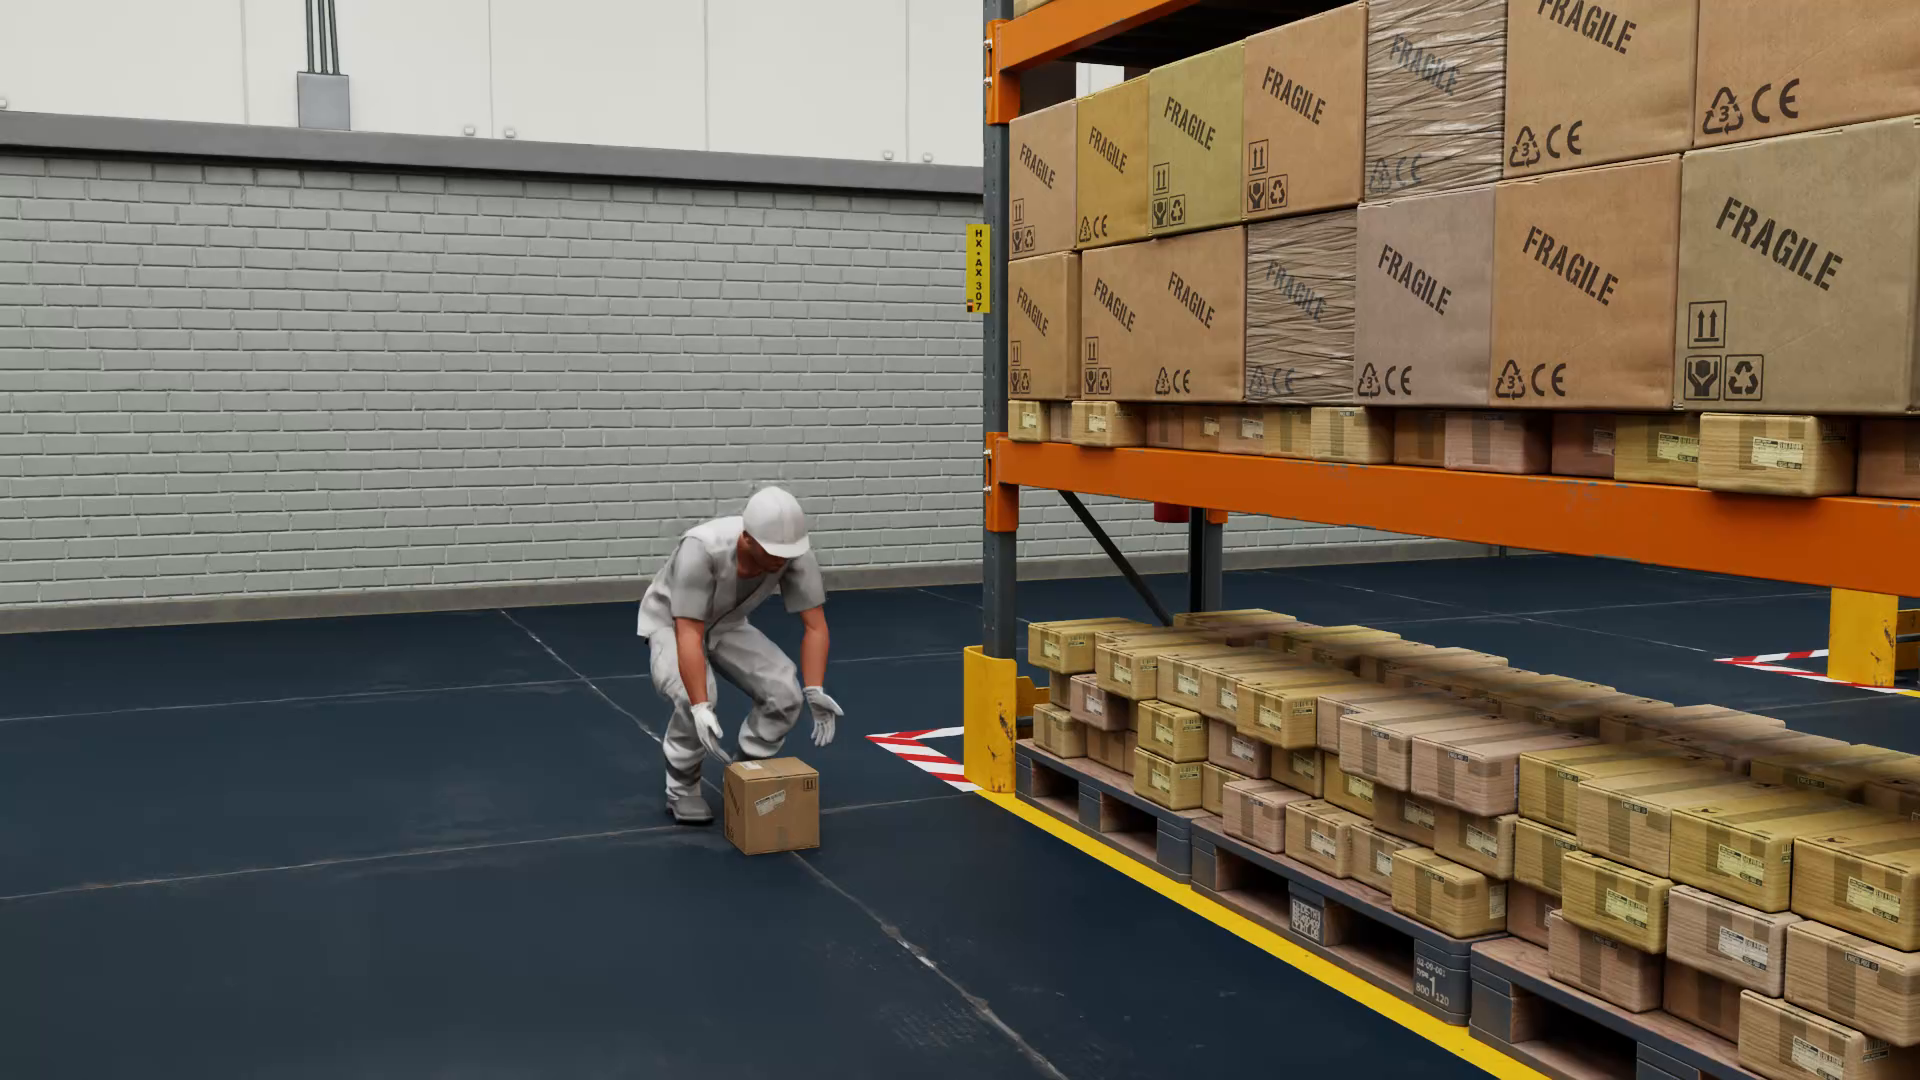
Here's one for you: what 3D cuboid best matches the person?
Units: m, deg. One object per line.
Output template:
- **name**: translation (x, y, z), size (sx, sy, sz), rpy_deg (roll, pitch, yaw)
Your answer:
- **person**: translation (-0.777, 0.438, 5.781), size (0.574, 1.065, 0.869), rpy_deg (-3, 6, -31)
